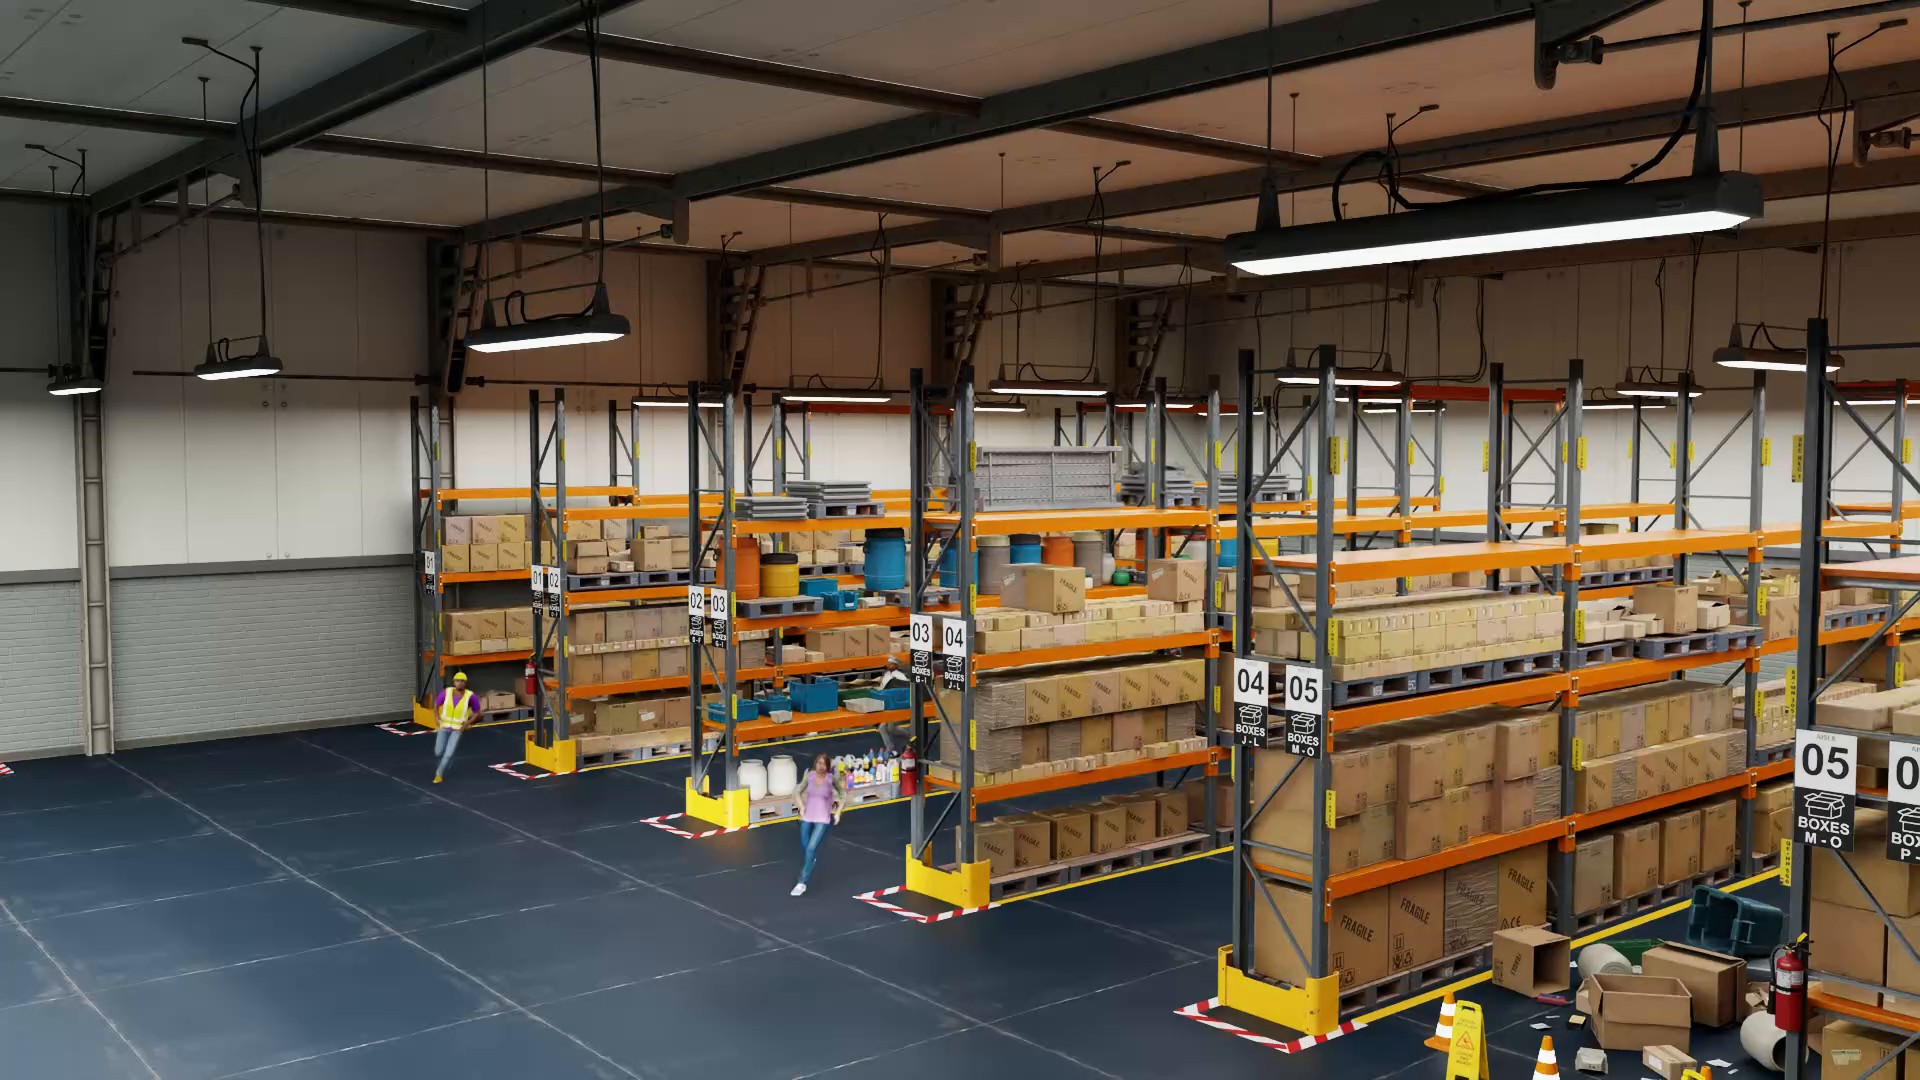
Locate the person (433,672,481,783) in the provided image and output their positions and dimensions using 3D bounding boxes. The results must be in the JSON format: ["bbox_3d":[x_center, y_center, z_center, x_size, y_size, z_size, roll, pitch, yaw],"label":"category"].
[{"bbox_3d":[-7.683,2.834,25.374,0.739,1.677,0.608,0,3,-5],"label":"person"}]

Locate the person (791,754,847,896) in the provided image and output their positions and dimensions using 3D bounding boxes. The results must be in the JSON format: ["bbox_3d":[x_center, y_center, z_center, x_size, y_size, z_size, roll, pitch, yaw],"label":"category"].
[{"bbox_3d":[-1.640,3.238,19.168,0.602,1.562,0.874,1,3,12],"label":"person"}]

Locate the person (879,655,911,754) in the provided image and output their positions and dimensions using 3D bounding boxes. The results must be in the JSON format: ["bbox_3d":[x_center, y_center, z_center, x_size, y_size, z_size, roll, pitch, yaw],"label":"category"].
[{"bbox_3d":[-1.100,2.715,27.495,0.574,1.649,0.586,3,5,44],"label":"person"}]
